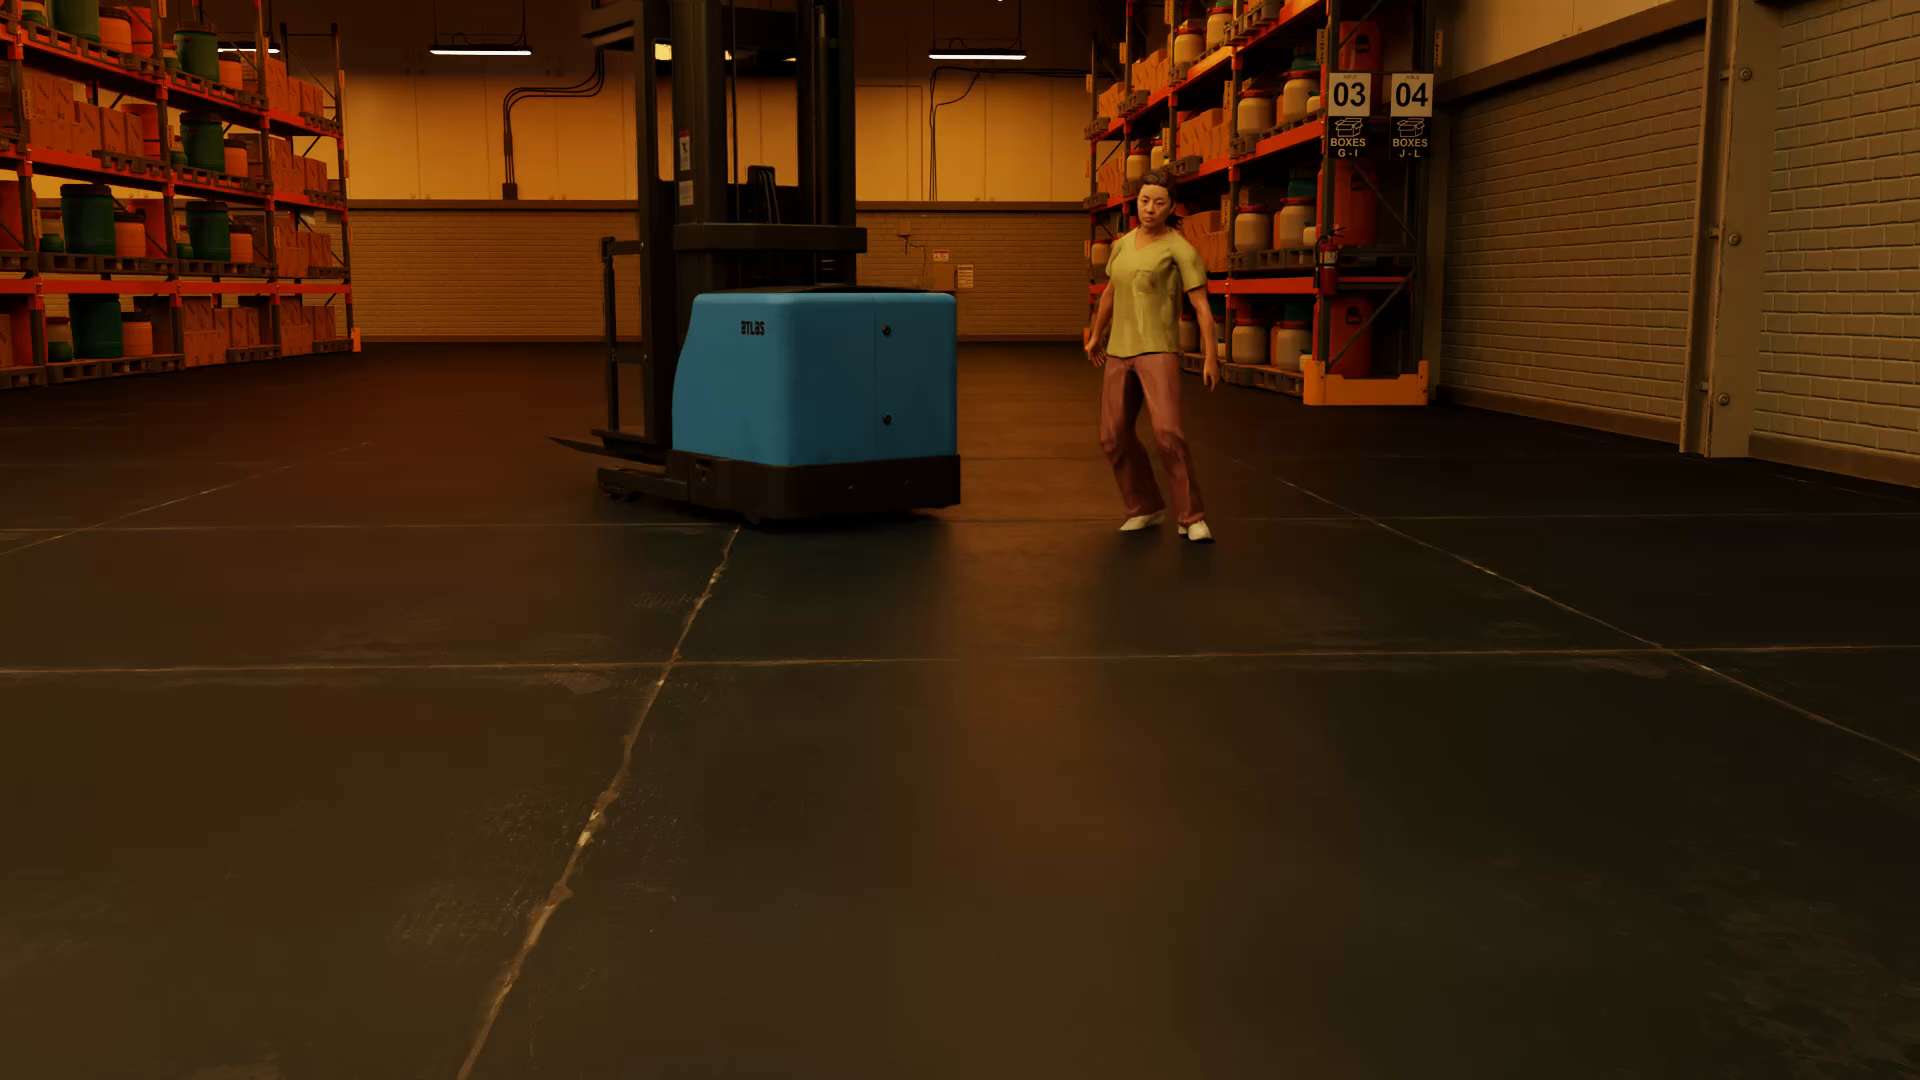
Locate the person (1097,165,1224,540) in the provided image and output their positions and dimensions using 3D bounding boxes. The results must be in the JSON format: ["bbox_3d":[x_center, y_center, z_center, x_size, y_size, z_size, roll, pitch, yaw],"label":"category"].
[{"bbox_3d":[0.889,-0.838,7.479,0.401,1.645,0.807,-7,11,-41],"label":"person"}]

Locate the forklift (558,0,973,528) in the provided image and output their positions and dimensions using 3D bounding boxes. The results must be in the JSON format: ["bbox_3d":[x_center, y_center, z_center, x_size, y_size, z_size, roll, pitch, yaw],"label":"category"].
[{"bbox_3d":[-1.212,-1.675,8.614,1.130,2.935,3.031,-6,10,-36],"label":"forklift"}]
